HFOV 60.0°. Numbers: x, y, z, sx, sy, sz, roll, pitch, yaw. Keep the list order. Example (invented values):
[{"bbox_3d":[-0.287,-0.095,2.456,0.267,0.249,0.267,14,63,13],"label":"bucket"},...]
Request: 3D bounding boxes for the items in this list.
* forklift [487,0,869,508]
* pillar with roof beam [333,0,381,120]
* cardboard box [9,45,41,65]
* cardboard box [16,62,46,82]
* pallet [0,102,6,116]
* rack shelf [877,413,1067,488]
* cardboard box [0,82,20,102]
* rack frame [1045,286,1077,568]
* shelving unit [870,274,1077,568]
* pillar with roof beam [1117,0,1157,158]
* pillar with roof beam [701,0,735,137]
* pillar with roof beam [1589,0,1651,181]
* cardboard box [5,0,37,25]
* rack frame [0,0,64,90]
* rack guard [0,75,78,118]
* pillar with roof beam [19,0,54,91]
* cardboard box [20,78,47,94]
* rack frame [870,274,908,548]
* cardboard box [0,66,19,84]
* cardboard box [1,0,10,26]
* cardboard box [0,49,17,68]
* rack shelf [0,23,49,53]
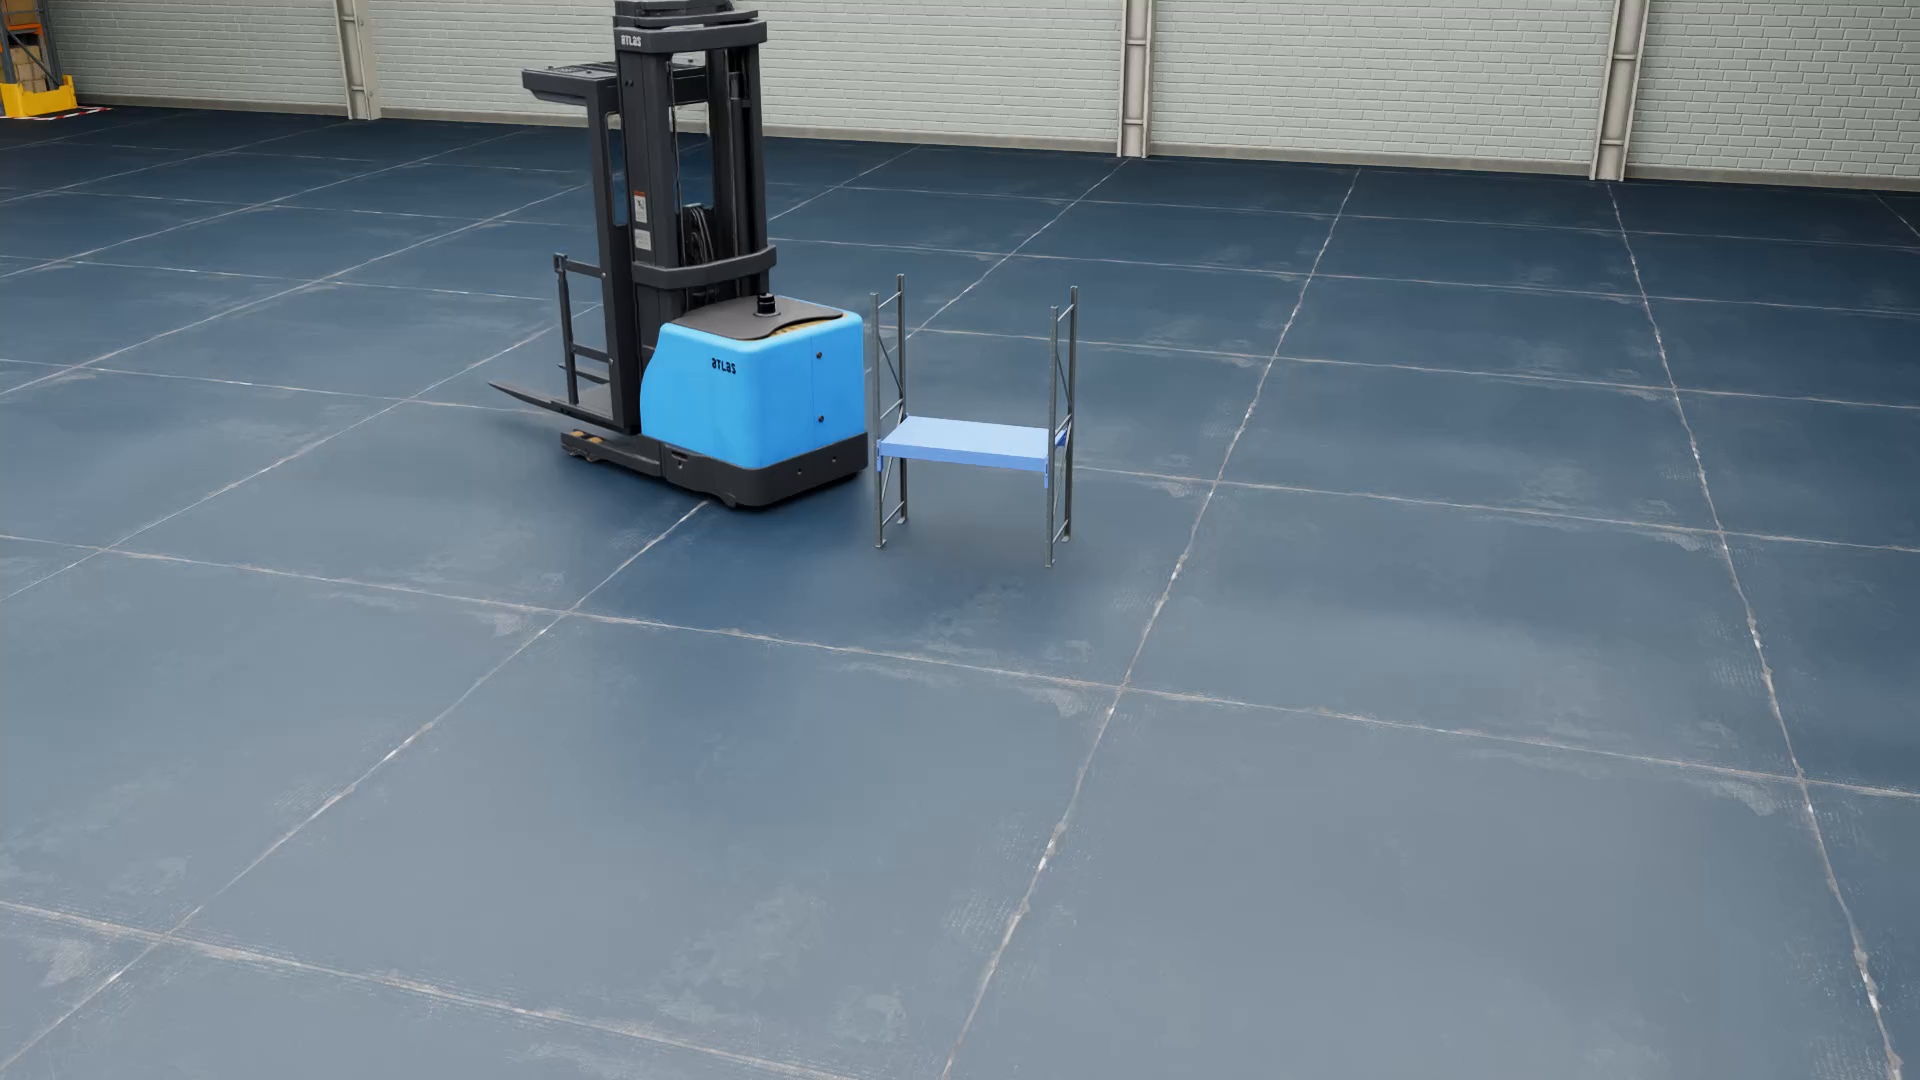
[{"bbox_3d":[-2.035,-2.003,10.792,3.031,2.935,1.130,18,29,37],"label":"forklift"},{"bbox_3d":[-10.396,-9.096,20.088,0.400,9.000,9.100,7,23,16],"label":"pillar with roof beam"},{"bbox_3d":[-14.896,-7.645,26.207,0.500,0.250,0.500,6,23,15],"label":"cardboard box"},{"bbox_3d":[-14.880,-7.419,26.315,0.500,0.250,0.500,7,23,16],"label":"cardboard box"},{"bbox_3d":[-15.234,-6.917,26.355,1.213,0.211,1.003,7,23,16],"label":"pallet"},{"bbox_3d":[0.082,-0.518,9.531,1.000,0.185,0.538,7,23,16],"label":"rack shelf"},{"bbox_3d":[-15.031,-6.997,25.946,0.500,0.250,0.500,7,23,16],"label":"cardboard box"},{"bbox_3d":[0.568,-0.629,9.327,0.032,1.500,0.500,7,23,16],"label":"rack frame"},{"bbox_3d":[0.082,-0.685,9.463,1.048,1.500,0.538,7,23,16],"label":"shelving unit"},{"bbox_3d":[1.093,-7.781,16.881,0.400,9.000,9.100,7,23,16],"label":"pillar with roof beam"},{"bbox_3d":[-4.651,-8.438,18.484,0.400,9.000,9.100,7,23,16],"label":"pillar with roof beam"},{"bbox_3d":[6.837,-7.123,15.277,0.400,9.000,9.100,7,23,16],"label":"pillar with roof beam"},{"bbox_3d":[-14.884,-8.340,26.018,0.500,0.500,0.500,7,23,17],"label":"cardboard box"},{"bbox_3d":[-14.490,-8.139,25.658,0.127,3.000,1.000,7,23,16],"label":"rack frame"},{"bbox_3d":[-14.467,-6.979,26.126,0.348,0.500,1.175,7,23,16],"label":"rack guard"},{"bbox_3d":[-16.140,-9.754,21.691,0.400,9.000,9.100,7,23,16],"label":"pillar with roof beam"},{"bbox_3d":[-14.904,-7.186,26.405,0.500,0.250,0.500,7,23,16],"label":"cardboard box"},{"bbox_3d":[-0.405,-0.740,9.598,0.032,1.500,0.500,7,23,16],"label":"rack frame"},{"bbox_3d":[-15.046,-7.232,25.859,0.500,0.250,0.500,6,23,15],"label":"cardboard box"},{"bbox_3d":[-15.037,-8.143,25.538,0.500,0.500,0.500,6,23,14],"label":"cardboard box"},{"bbox_3d":[-15.021,-7.460,25.757,0.500,0.250,0.500,7,23,17],"label":"cardboard box"},{"bbox_3d":[-16.405,-8.025,26.329,4.000,0.370,1.077,7,23,16],"label":"rack shelf"}]
